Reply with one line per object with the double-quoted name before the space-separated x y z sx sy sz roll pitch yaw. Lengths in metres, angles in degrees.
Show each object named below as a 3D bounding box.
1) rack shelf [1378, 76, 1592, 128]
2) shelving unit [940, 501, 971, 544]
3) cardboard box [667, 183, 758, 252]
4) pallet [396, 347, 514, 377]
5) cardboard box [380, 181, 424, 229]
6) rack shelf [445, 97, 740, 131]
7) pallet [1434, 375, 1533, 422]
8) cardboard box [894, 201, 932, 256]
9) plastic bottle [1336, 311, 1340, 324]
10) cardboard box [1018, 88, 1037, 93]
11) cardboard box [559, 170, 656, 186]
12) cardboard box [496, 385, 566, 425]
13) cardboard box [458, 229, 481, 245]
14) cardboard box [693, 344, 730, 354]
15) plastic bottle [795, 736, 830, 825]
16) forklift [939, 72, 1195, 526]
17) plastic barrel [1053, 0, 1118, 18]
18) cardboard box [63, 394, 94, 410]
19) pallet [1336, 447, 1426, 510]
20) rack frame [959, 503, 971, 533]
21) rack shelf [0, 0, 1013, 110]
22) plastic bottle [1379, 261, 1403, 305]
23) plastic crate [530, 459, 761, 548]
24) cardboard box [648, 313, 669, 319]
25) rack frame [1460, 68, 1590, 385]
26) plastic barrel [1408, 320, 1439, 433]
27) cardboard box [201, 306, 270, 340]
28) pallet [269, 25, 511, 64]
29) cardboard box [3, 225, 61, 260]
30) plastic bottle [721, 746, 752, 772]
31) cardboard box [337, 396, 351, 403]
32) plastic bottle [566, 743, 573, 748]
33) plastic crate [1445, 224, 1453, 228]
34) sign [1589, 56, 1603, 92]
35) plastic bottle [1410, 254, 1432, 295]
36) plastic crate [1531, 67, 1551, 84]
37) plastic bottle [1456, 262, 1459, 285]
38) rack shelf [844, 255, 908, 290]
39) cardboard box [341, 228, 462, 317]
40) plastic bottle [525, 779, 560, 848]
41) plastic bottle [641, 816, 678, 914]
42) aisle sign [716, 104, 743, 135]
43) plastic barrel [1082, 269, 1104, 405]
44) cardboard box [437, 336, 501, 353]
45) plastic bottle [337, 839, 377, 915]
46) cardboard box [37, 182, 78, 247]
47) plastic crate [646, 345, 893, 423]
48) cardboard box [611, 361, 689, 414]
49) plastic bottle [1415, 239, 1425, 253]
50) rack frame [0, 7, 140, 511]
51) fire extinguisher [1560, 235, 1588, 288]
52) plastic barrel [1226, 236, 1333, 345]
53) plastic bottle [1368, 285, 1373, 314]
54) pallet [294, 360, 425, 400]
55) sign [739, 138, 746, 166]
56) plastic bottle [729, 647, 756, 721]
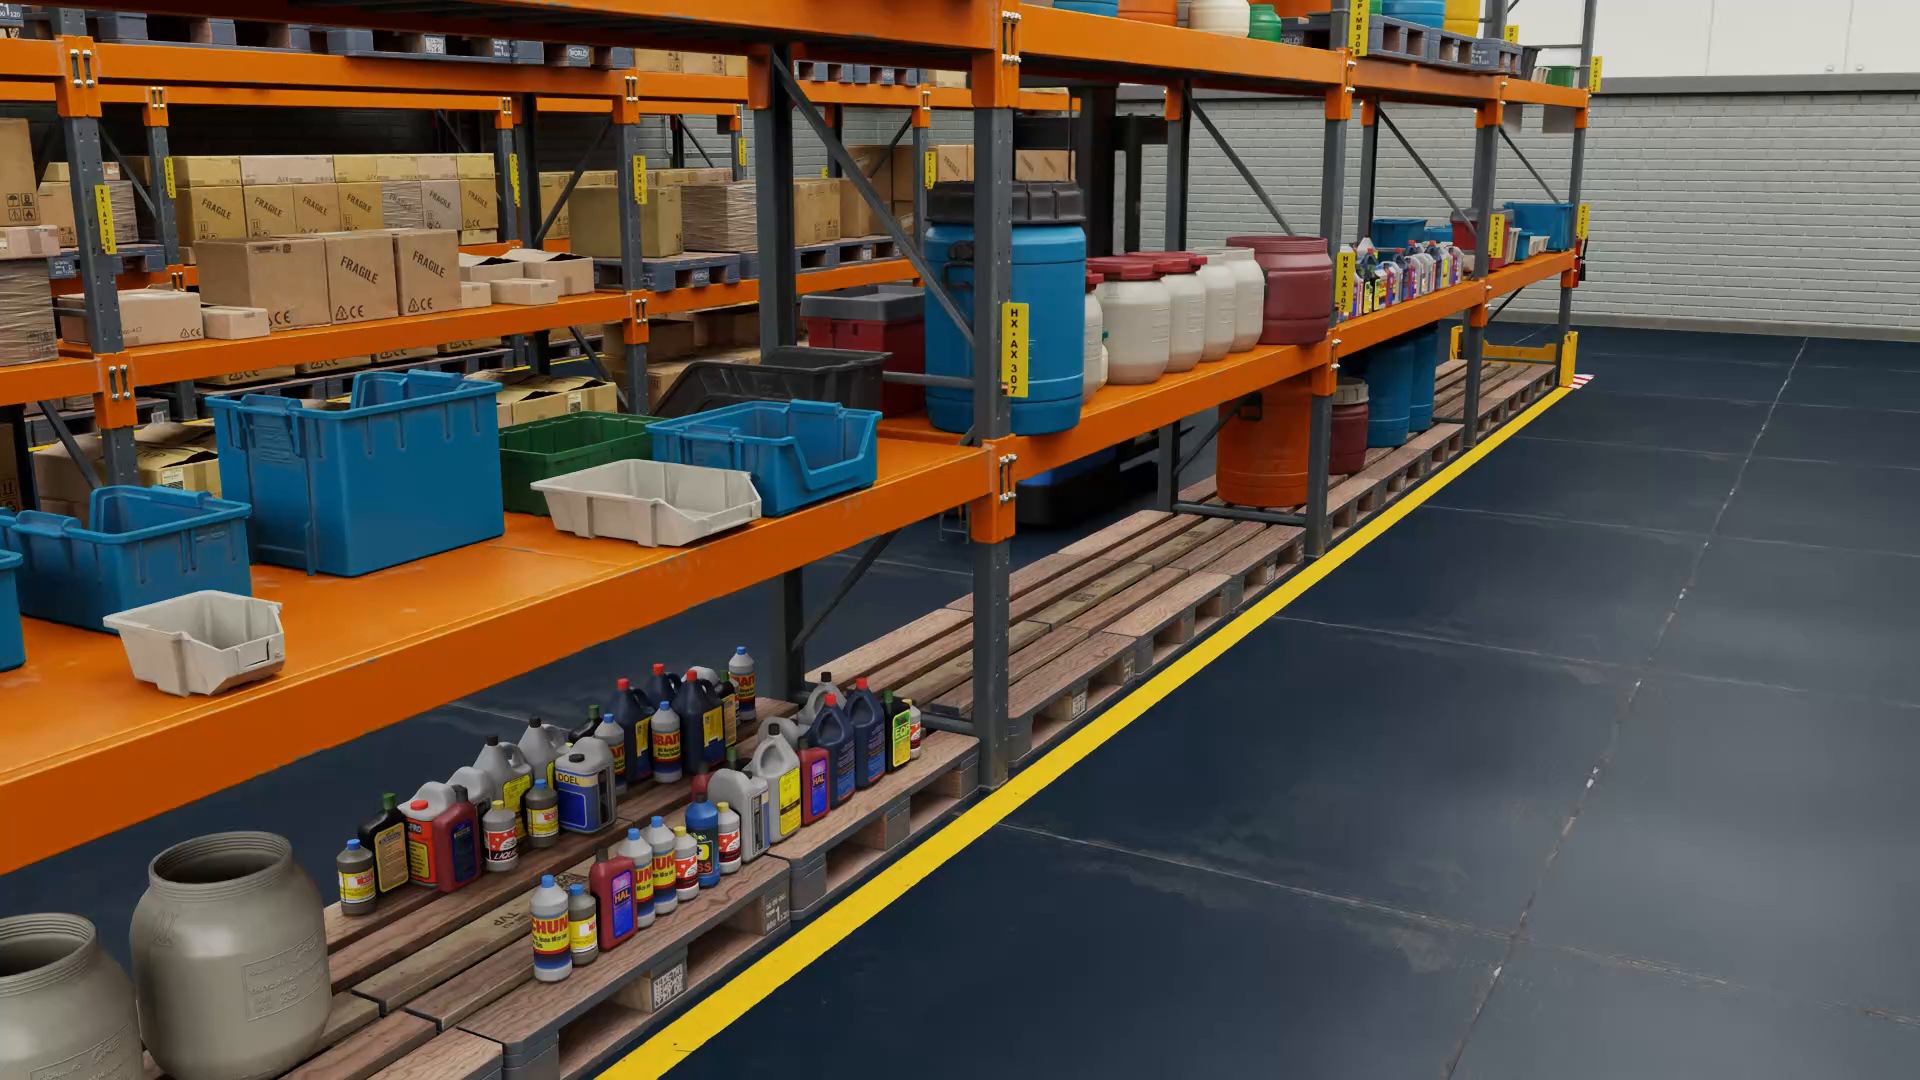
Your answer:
"rack shelf" 4.549 -3.751 14.325 1.077 0.370 4.000 7 15 28
"shelving unit" 0.026 -0.521 9.956 0.215 1.050 0.252 7 15 28
"cardboard box" -1.871 -2.534 13.034 0.700 0.500 0.500 11 17 38
"pallet" -5.397 -1.832 17.181 1.003 0.211 1.213 7 15 28
"cardboard box" -5.581 -3.226 16.124 0.500 0.500 0.500 7 15 28
"rack shelf" -4.123 -4.873 18.981 1.077 0.370 4.000 7 15 28
"pallet" 4.492 -1.283 14.904 1.003 0.211 1.213 7 15 28
"cardboard box" -0.267 -2.916 15.516 0.500 0.500 0.500 8 16 30
"plastic bottle" 2.141 -1.403 9.717 0.152 0.276 0.135 7 15 28
"cardboard box" 0.427 -4.558 16.461 0.500 0.250 0.500 7 15 28
"cardboard box" -4.113 -3.909 19.208 0.980 0.700 0.700 7 15 25
"cardboard box" -2.969 -0.870 11.018 0.500 0.311 0.500 7 15 27
"cardboard box" -5.107 -3.086 16.927 0.380 0.149 0.250 8 16 29
"cardboard box" -2.189 -1.296 13.406 0.500 0.500 0.500 7 15 26
"plastic bottle" -0.479 0.758 5.344 0.061 0.283 0.133 9 16 32
"forklift" 0.786 -1.808 11.280 1.130 2.935 3.031 7 15 27
"plastic barrel" 0.403 -2.690 7.320 0.600 0.901 0.708 7 15 28
"cardboard box" -7.326 -1.379 13.747 0.700 0.500 0.500 8 16 29
"pallet" 2.584 -0.471 11.538 1.003 0.211 1.213 7 15 28
"rack frame" 0.085 -0.546 10.060 0.200 1.050 0.008 7 15 28
"rack shelf" -1.252 -1.289 4.113 1.077 0.370 4.000 7 15 28
"plastic bottle" 2.811 -1.687 10.898 0.152 0.276 0.135 7 15 28
"plastic crate" -0.848 -0.100 4.613 0.530 0.136 0.437 7 15 28
"cardboard box" -3.892 -2.803 19.697 0.700 0.500 0.500 7 15 26
"rack frame" 5.516 -3.052 16.295 1.000 3.000 0.127 7 15 28
"plastic barrel" 3.304 -1.306 12.632 0.600 0.901 0.708 7 15 28
"cardboard box" -4.012 -1.189 9.101 0.380 0.149 0.250 7 15 28
"pallet" -3.474 -2.960 9.916 1.003 0.211 1.213 8 16 31
"cardboard box" -4.563 -1.436 7.994 0.380 0.149 0.250 7 15 28
"plastic bottle" -0.695 0.780 5.254 0.061 0.283 0.133 7 15 28
"cardboard box" -3.691 -0.826 10.833 0.500 0.311 0.500 7 15 27
"plastic bottle" -1.287 0.769 5.477 0.097 0.201 0.097 0 14 0
"plastic crate" 4.790 -2.852 15.692 0.416 0.233 0.300 7 15 28
"sign" 6.005 -4.401 15.711 0.100 0.325 0.005 7 15 28
"plastic bottle" 3.189 -1.848 11.563 0.152 0.276 0.135 7 15 28
"plastic crate" 4.734 -3.930 14.099 0.437 0.136 0.530 7 15 28
"plastic bottle" 3.643 -1.991 12.315 0.097 0.201 0.097 0 14 0
"rack shelf" 0.215 -2.854 17.008 1.077 0.370 4.000 7 15 28
"cardboard box" -3.483 -1.676 10.370 0.500 0.500 0.500 6 15 25
"plastic bottle" -1.298 0.843 5.167 0.097 0.201 0.097 0 14 0
"plastic bottle" -0.856 0.915 4.720 0.097 0.271 0.097 0 14 0
"aisle sign" -2.859 -5.419 20.566 0.394 0.787 0.004 7 15 28
"plastic barrel" 0.369 -0.828 6.778 0.433 0.535 0.433 0 14 0
"cardboard box" -5.291 -2.365 17.135 0.750 0.750 0.750 8 15 29
"plastic bottle" -1.715 0.950 4.724 0.097 0.201 0.097 0 14 0
"cardboard box" -7.489 -2.581 13.186 0.700 0.500 0.500 6 15 23
"plastic crate" -0.650 -0.467 5.704 0.767 0.338 0.504 7 15 28
"cardboard box" -2.216 -1.033 12.312 0.500 0.500 0.500 8 16 30
"plastic bottle" 3.298 -1.998 12.028 0.144 0.351 0.185 7 15 28
"rack frame" -4.619 -1.152 8.414 1.000 3.000 0.127 7 15 28
"fire extinguisher" 5.987 -2.813 16.262 0.296 0.674 0.183 7 15 28
"plastic barrel" 1.689 -1.348 8.933 0.600 0.536 0.708 7 15 28
"plastic bottle" 2.509 -1.510 10.319 0.097 0.201 0.097 0 14 0
"pallet" -5.986 -1.581 16.139 1.003 0.211 1.213 7 15 28
"sign" -2.688 -4.789 20.520 0.100 0.325 0.005 7 15 28
"plastic bottle" -0.823 0.538 6.286 0.097 0.271 0.097 0 14 0
